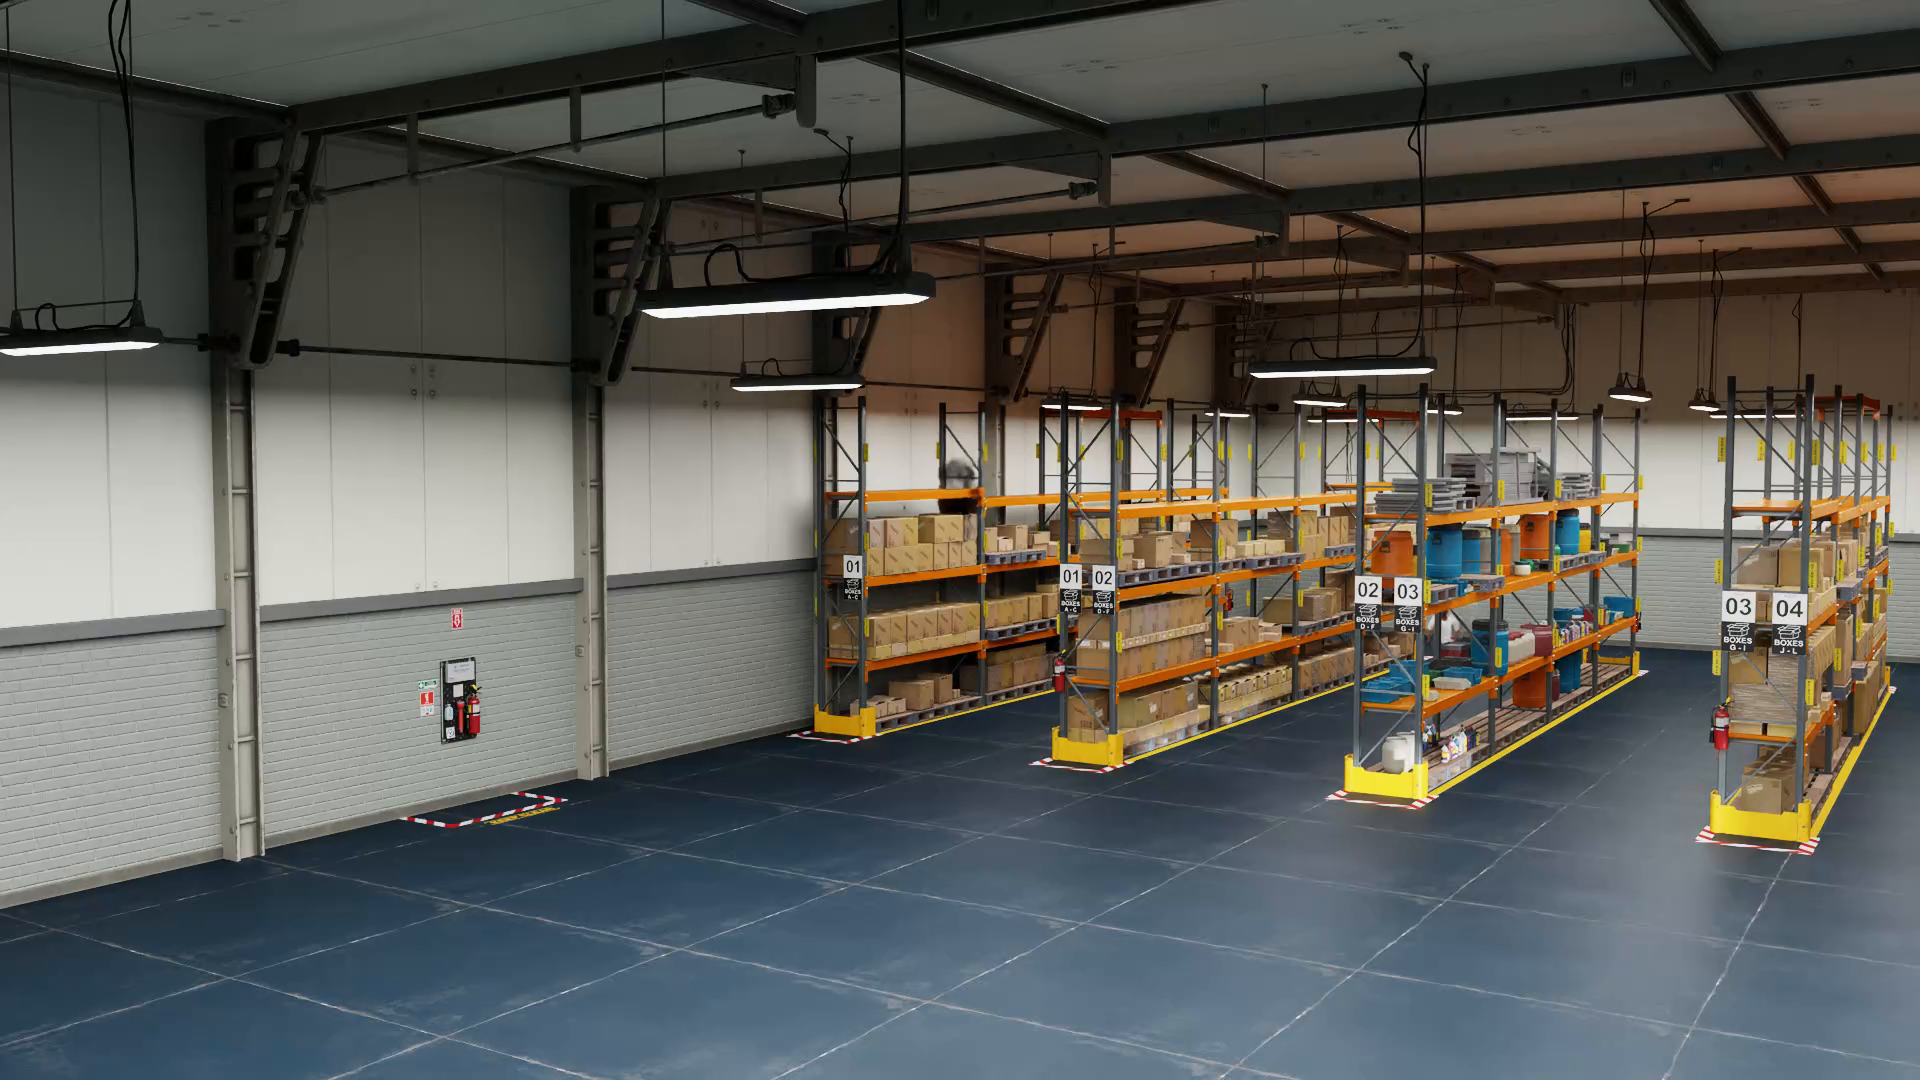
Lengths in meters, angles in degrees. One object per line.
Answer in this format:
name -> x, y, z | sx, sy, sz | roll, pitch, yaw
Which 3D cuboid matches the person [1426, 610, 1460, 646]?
person -> 10.486, 2.253, 36.095 | 0.711, 1.721, 0.589 | 1, 3, 19
